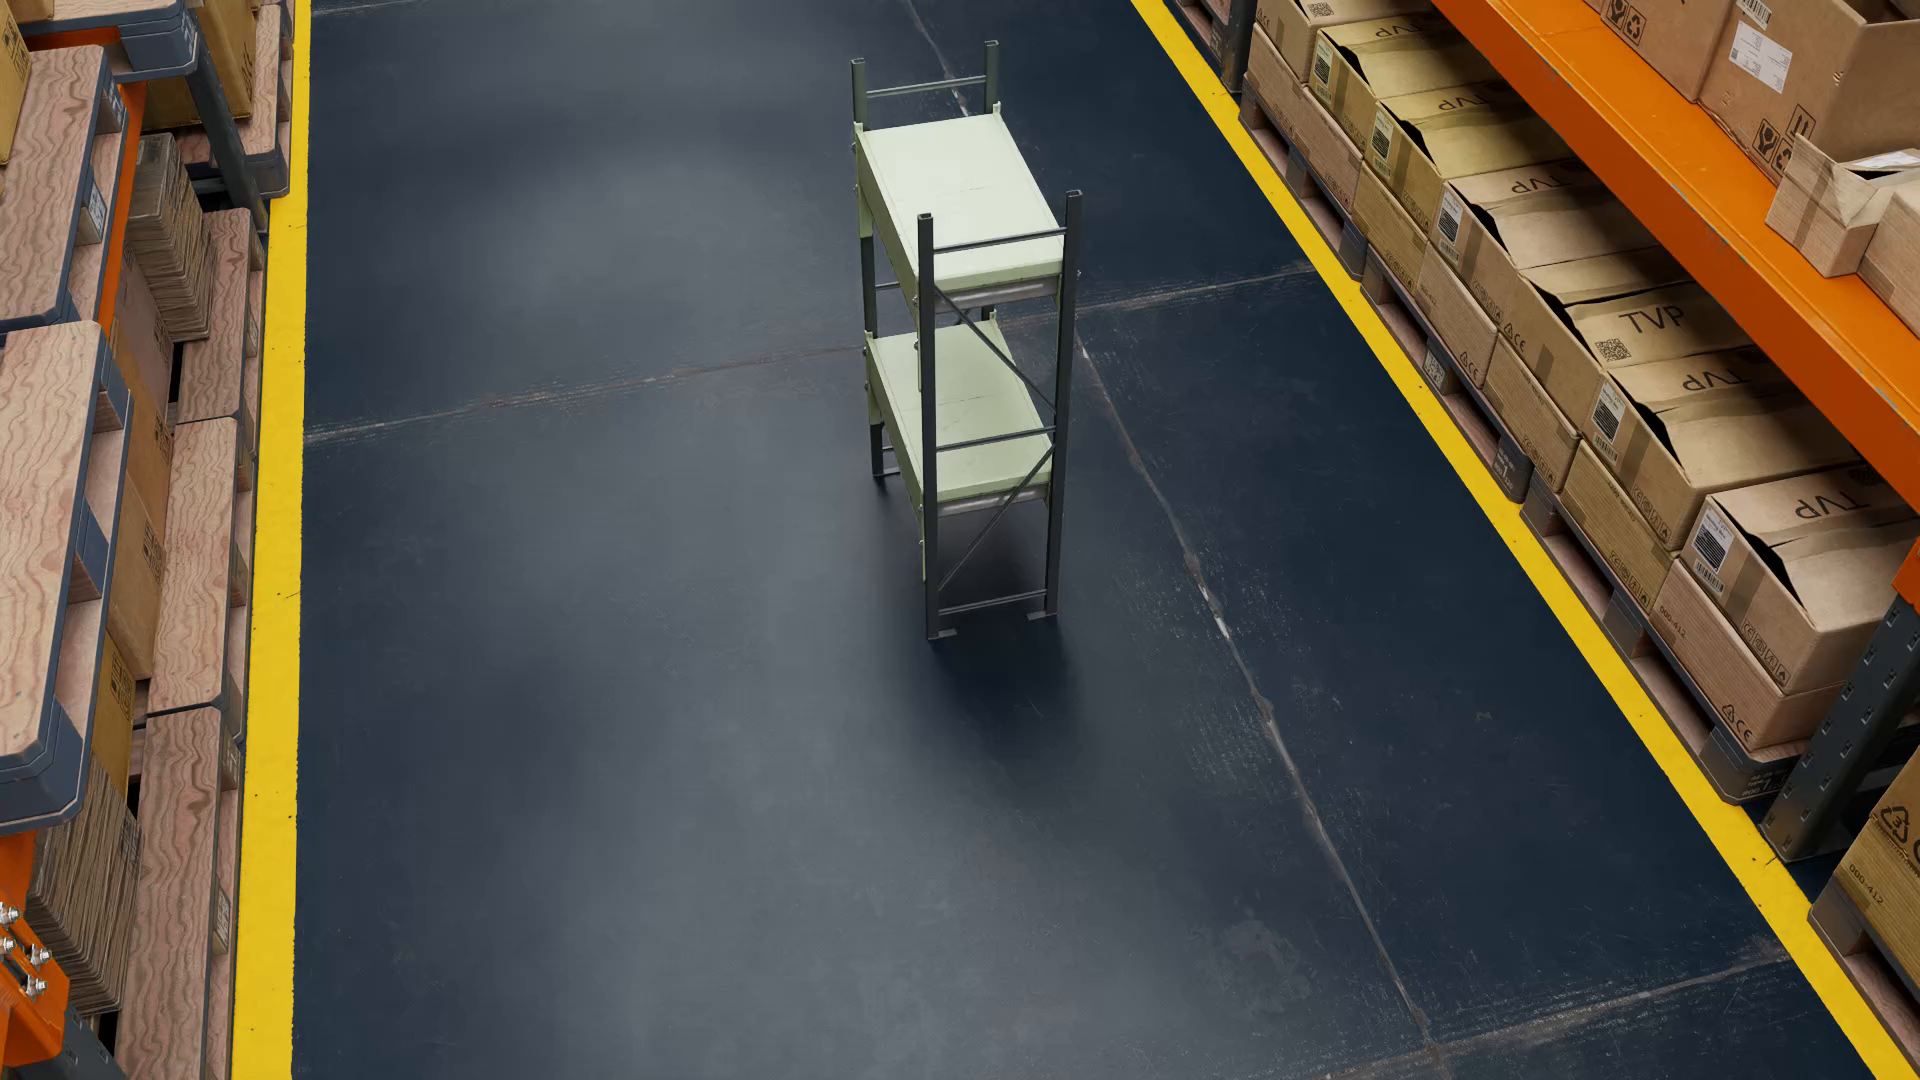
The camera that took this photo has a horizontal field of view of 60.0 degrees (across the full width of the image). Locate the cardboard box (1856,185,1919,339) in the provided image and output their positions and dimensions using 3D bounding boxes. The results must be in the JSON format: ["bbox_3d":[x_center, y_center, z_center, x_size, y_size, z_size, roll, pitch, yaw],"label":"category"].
[{"bbox_3d":[2.480,-0.601,3.844,0.500,0.250,0.500,-8,46,-8],"label":"cardboard box"}]

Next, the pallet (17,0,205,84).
[{"bbox_3d":[-2.878,-1.635,4.886,1.213,0.211,1.003,-11,47,-10],"label":"pallet"}]

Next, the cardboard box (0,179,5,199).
[{"bbox_3d":[-2.571,-0.796,3.551,0.700,0.500,0.500,-5,46,-5],"label":"cardboard box"}]

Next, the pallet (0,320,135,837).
[{"bbox_3d":[-2.194,0.100,3.186,1.003,0.211,1.213,-11,47,-10],"label":"pallet"}]

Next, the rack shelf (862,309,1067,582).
[{"bbox_3d":[0.002,-0.292,4.943,0.431,0.370,0.720,-11,47,-10],"label":"rack shelf"}]

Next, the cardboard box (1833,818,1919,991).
[{"bbox_3d":[2.474,0.870,3.929,0.500,0.250,0.500,-11,47,-10],"label":"cardboard box"}]

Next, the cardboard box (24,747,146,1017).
[{"bbox_3d":[-2.343,0.803,3.805,0.700,0.500,0.500,-9,46,-9],"label":"cardboard box"}]

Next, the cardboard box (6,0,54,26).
[{"bbox_3d":[-2.864,-1.660,4.399,0.700,0.500,0.500,-15,47,-14],"label":"cardboard box"}]

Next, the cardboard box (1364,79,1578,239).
[{"bbox_3d":[1.746,-1.335,5.697,0.500,0.311,0.500,-12,47,-11],"label":"cardboard box"}]

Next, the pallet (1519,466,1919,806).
[{"bbox_3d":[2.422,0.153,4.952,1.003,0.211,1.213,-11,47,-10],"label":"pallet"}]

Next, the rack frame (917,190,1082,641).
[{"bbox_3d":[0.095,-0.268,4.462,0.400,1.500,0.023,-11,47,-10],"label":"rack frame"}]

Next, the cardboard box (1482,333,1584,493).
[{"bbox_3d":[2.003,-0.442,5.214,0.500,0.250,0.500,-10,46,-9],"label":"cardboard box"}]

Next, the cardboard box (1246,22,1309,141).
[{"bbox_3d":[1.475,-1.852,6.596,0.500,0.250,0.500,-11,47,-10],"label":"cardboard box"}]

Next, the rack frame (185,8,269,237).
[{"bbox_3d":[-3.163,-2.175,5.281,1.000,3.000,0.127,-11,47,-10],"label":"rack frame"}]

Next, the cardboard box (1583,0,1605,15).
[{"bbox_3d":[2.070,-1.963,5.003,0.500,0.500,0.500,-13,47,-12],"label":"cardboard box"}]

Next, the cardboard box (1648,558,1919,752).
[{"bbox_3d":[2.262,0.261,4.525,0.500,0.250,0.500,-11,47,-11],"label":"cardboard box"}]

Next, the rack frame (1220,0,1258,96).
[{"bbox_3d":[1.625,-3.083,6.171,1.000,3.000,0.127,-11,47,-10],"label":"rack frame"}]

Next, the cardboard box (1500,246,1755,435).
[{"bbox_3d":[2.003,-0.632,5.008,0.500,0.311,0.500,-11,47,-10],"label":"cardboard box"}]

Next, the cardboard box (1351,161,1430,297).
[{"bbox_3d":[1.743,-1.148,5.906,0.500,0.250,0.500,-12,47,-11],"label":"cardboard box"}]

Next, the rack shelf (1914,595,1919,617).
[{"bbox_3d":[3.161,1.311,2.368,1.077,0.370,4.000,-11,47,-10],"label":"rack shelf"}]

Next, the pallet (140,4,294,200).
[{"bbox_3d":[-3.292,-1.757,6.824,1.003,0.211,1.213,-11,47,-10],"label":"pallet"}]

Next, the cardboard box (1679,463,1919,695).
[{"bbox_3d":[2.268,0.071,4.319,0.500,0.311,0.500,-11,47,-10],"label":"cardboard box"}]

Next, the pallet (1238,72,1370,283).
[{"bbox_3d":[1.798,-1.531,6.603,1.003,0.211,1.213,-11,47,-10],"label":"pallet"}]

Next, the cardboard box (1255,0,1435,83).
[{"bbox_3d":[1.475,-2.049,6.396,0.500,0.311,0.500,-9,46,-9],"label":"cardboard box"}]

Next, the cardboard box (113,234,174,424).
[{"bbox_3d":[-2.909,-0.589,5.169,0.700,0.500,0.500,-11,47,-10],"label":"cardboard box"}]

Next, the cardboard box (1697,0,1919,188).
[{"bbox_3d":[2.333,-1.253,4.308,0.500,0.500,0.500,-8,46,-7],"label":"cardboard box"}]

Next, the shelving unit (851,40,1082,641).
[{"bbox_3d":[0.002,-0.520,4.710,0.431,1.500,0.755,-11,47,-10],"label":"shelving unit"}]

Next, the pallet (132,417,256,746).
[{"bbox_3d":[-2.656,0.182,4.924,1.003,0.211,1.213,-11,47,-10],"label":"pallet"}]

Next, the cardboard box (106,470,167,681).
[{"bbox_3d":[-2.616,0.096,4.498,0.700,0.500,0.500,-10,46,-10],"label":"cardboard box"}]

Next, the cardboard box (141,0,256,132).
[{"bbox_3d":[-3.224,-2.101,6.420,0.750,0.750,0.750,-11,47,-11],"label":"cardboard box"}]

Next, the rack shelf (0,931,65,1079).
[{"bbox_3d":[-1.627,2.220,1.478,1.077,0.370,4.000,-11,47,-10],"label":"rack shelf"}]

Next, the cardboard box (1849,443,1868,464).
[{"bbox_3d":[2.661,-0.380,4.760,0.500,0.311,0.500,-11,47,-11],"label":"cardboard box"}]
